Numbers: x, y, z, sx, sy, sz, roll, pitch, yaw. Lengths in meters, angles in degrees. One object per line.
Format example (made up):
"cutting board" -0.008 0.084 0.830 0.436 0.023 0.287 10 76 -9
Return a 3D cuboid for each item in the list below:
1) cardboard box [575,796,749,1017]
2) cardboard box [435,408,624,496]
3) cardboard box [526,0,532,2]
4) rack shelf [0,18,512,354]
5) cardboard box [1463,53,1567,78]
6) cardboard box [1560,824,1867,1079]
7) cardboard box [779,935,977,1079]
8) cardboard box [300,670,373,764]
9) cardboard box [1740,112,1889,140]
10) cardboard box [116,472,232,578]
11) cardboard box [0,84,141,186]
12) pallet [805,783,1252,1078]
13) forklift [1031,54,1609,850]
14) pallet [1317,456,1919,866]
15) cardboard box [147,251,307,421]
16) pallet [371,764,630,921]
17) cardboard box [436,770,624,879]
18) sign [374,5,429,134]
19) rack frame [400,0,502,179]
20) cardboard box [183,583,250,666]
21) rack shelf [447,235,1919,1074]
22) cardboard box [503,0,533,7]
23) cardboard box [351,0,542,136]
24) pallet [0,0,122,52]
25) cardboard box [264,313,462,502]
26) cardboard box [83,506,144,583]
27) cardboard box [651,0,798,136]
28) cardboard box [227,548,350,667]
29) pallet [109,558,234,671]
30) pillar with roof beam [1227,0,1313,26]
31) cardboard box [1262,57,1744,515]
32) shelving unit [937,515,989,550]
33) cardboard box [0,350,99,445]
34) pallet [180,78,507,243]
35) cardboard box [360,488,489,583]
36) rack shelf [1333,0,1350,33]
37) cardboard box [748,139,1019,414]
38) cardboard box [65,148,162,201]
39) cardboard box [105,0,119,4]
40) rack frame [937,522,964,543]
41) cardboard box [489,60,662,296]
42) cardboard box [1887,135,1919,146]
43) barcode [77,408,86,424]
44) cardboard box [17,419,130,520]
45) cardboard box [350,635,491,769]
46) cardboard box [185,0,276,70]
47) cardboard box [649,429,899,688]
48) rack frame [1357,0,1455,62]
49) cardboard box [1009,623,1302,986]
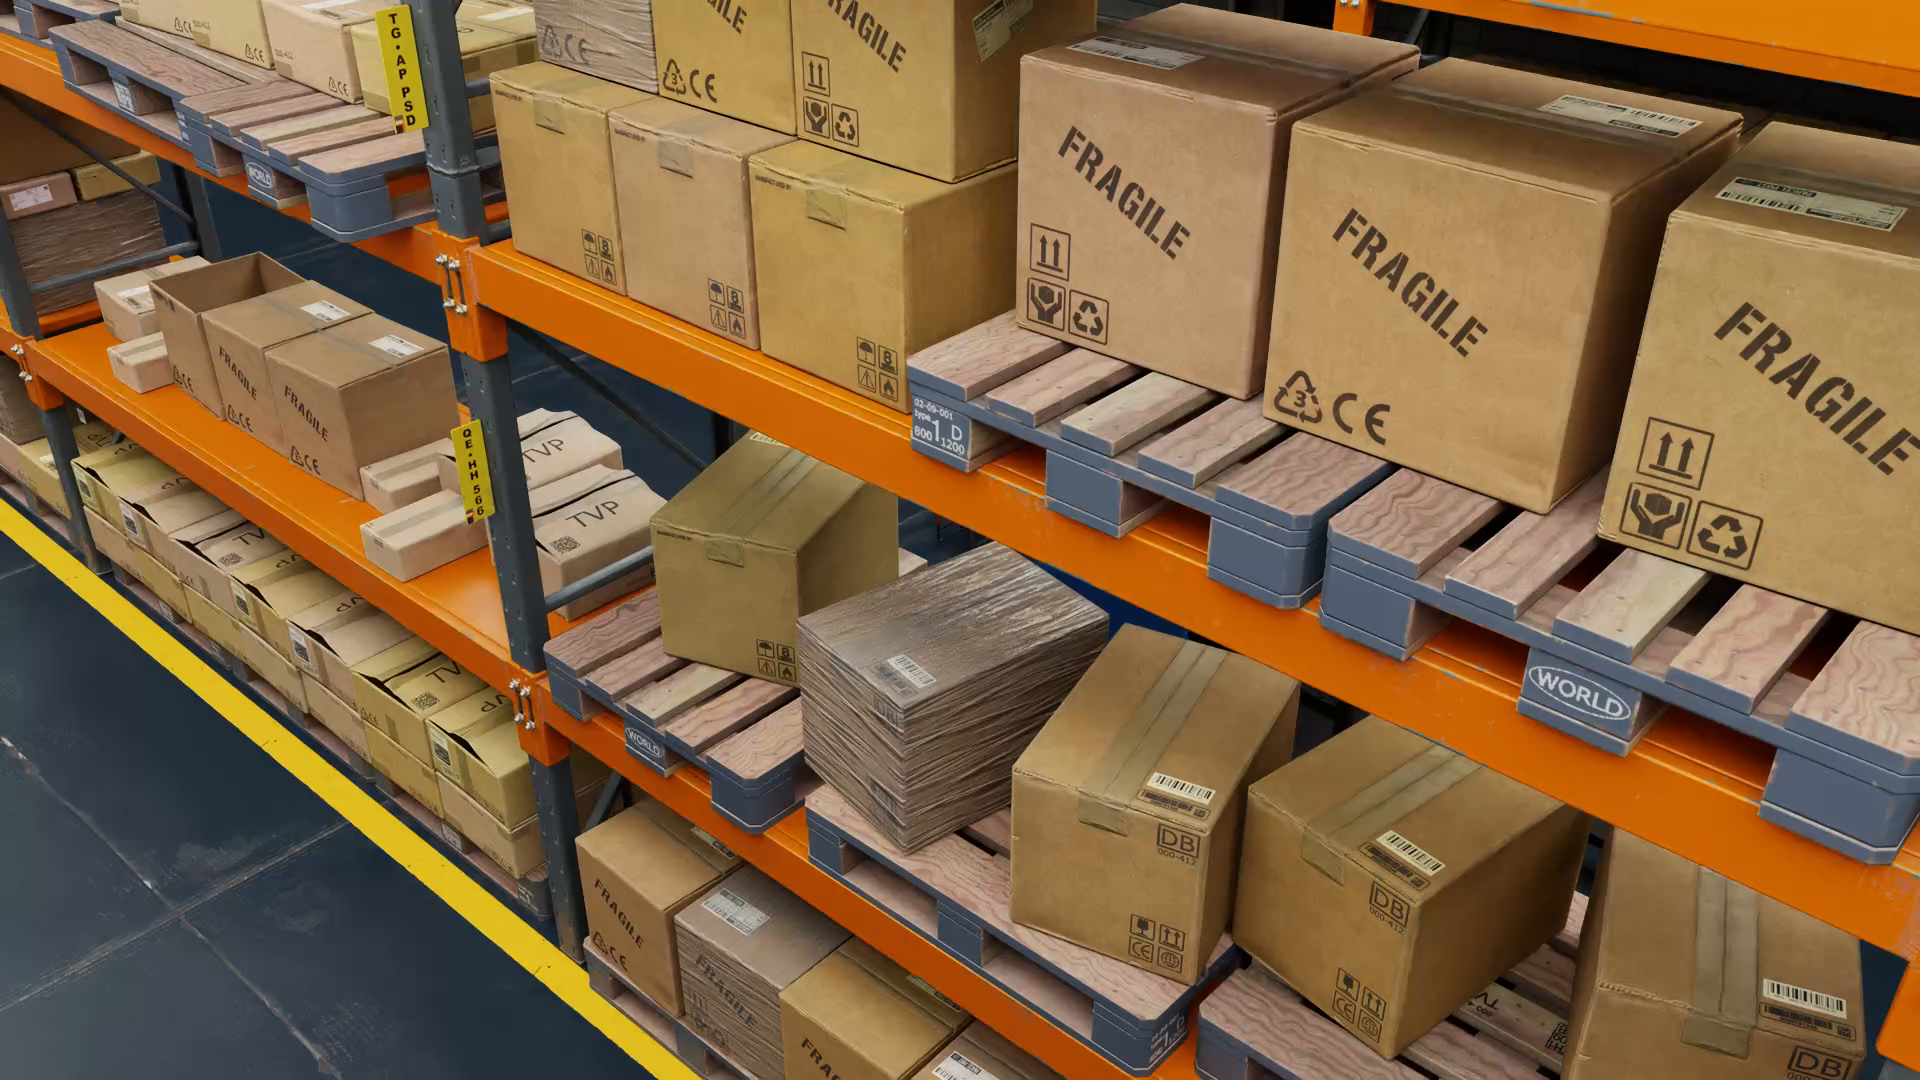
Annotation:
"cardboard box" -0.964 1.227 5.800 0.500 0.500 0.500 27 40 37
"cardboard box" -1.643 -0.268 6.373 0.500 0.311 0.500 25 39 35
"cardboard box" -3.208 -4.397 12.545 0.500 0.500 0.500 25 39 35
"rack shelf" -2.593 -1.591 6.274 4.000 0.370 1.077 25 39 35
"cardboard box" 2.722 -2.260 8.464 0.500 0.250 0.500 26 40 36
"cardboard box" 1.655 0.990 3.693 0.500 0.500 0.700 12 33 19
"cardboard box" -0.204 1.582 5.212 0.500 0.500 0.500 24 39 34
"cardboard box" -2.419 0.635 7.046 0.500 0.250 0.500 26 40 36
"cardboard box" 3.859 -1.725 7.575 0.500 0.250 0.500 24 38 34
"cardboard box" -3.569 -0.135 7.781 0.500 0.311 0.500 25 39 35
"cardboard box" -4.409 -2.056 7.903 0.500 0.500 0.700 25 39 35
"pallet" 0.335 0.831 4.647 1.213 0.211 1.003 25 39 35
"forklift" 1.635 -0.218 6.270 1.130 2.935 3.031 -23 38 -34
"pallet" 1.419 0.005 3.107 1.003 0.211 1.213 25 39 35
"cardboard box" -3.127 -0.895 7.232 0.500 0.500 0.500 -26 40 -36
"pallet" -1.694 0.973 6.930 1.213 0.211 1.003 25 39 35
"cardboard box" -1.664 0.987 6.461 0.500 0.250 0.500 26 40 36
"sign" -1.488 -1.253 4.437 0.005 0.325 0.100 25 39 35
"rack frame" -1.110 -2.492 4.165 0.127 3.000 1.000 25 39 35
"cardboard box" -3.179 0.281 7.633 0.500 0.250 0.500 24 38 34
"rack shelf" 0.373 -0.207 3.975 4.000 0.370 1.077 25 39 35
"cardboard box" -3.177 -4.066 12.722 0.500 0.250 0.500 24 38 34
"cardboard box" -1.484 -1.458 5.094 0.500 0.250 0.500 22 37 32
"pallet" -3.413 -2.209 6.789 1.217 0.209 0.805 23 38 33
"cardboard box" -2.365 -0.540 6.641 0.500 0.500 0.500 23 38 33
"cardboard box" -3.943 -0.074 8.224 0.500 0.250 0.500 24 38 34
"cardboard box" -0.413 -1.349 4.107 0.500 0.500 0.500 25 39 35
"cardboard box" -2.796 0.221 7.189 0.500 0.311 0.500 26 40 36
"pallet" -3.503 0.128 8.332 1.213 0.211 1.003 25 39 35
"pillar with roof beam" -1.061 -3.522 5.876 0.400 9.000 9.100 25 39 35
"cardboard box" 1.021 -0.514 3.186 0.600 0.600 0.600 25 39 35
"shelving unit" 0.040 -0.431 8.448 0.252 1.050 0.215 25 39 35
"cardboard box" -4.929 -0.884 8.842 0.500 0.500 0.500 25 39 35
"pallet" -1.673 -1.327 5.321 1.003 0.211 1.213 27 40 37
"cardboard box" -1.962 -0.020 6.119 0.250 0.149 0.380 25 39 35
"rack shelf" 0.728 -3.487 9.423 4.000 0.370 1.077 25 39 35
"cardboard box" 0.000 -0.756 4.091 0.500 0.500 0.910 25 39 35
"cardboard box" -4.145 -1.794 8.096 0.250 0.149 0.380 25 39 35
"cardboard box" -3.216 -2.301 6.494 0.500 0.250 0.500 21 37 31
"rack frame" -0.051 -0.473 8.519 0.008 1.050 0.200 25 39 35
"cardboard box" -0.764 -1.112 4.684 0.500 0.500 0.910 25 39 35
"cardboard box" 4.243 -1.542 7.272 0.500 0.250 0.500 24 38 34
"barcode" -4.166 -0.588 7.884 0.075 0.075 0.001 25 39 35
"cardboard box" -4.566 -0.385 8.741 0.500 0.250 0.500 25 39 35
"cardboard box" -2.053 0.571 6.608 0.500 0.311 0.500 24 39 34
"cardboard box" -2.301 -1.835 5.720 0.500 0.250 0.500 24 39 34
"cardboard box" -0.567 0.030 5.288 0.500 0.500 0.700 12 33 19
"rack frame" 2.211 -1.818 8.861 0.127 3.000 1.000 25 39 35
"cardboard box" 0.504 0.652 4.255 0.500 0.500 0.700 15 34 23
